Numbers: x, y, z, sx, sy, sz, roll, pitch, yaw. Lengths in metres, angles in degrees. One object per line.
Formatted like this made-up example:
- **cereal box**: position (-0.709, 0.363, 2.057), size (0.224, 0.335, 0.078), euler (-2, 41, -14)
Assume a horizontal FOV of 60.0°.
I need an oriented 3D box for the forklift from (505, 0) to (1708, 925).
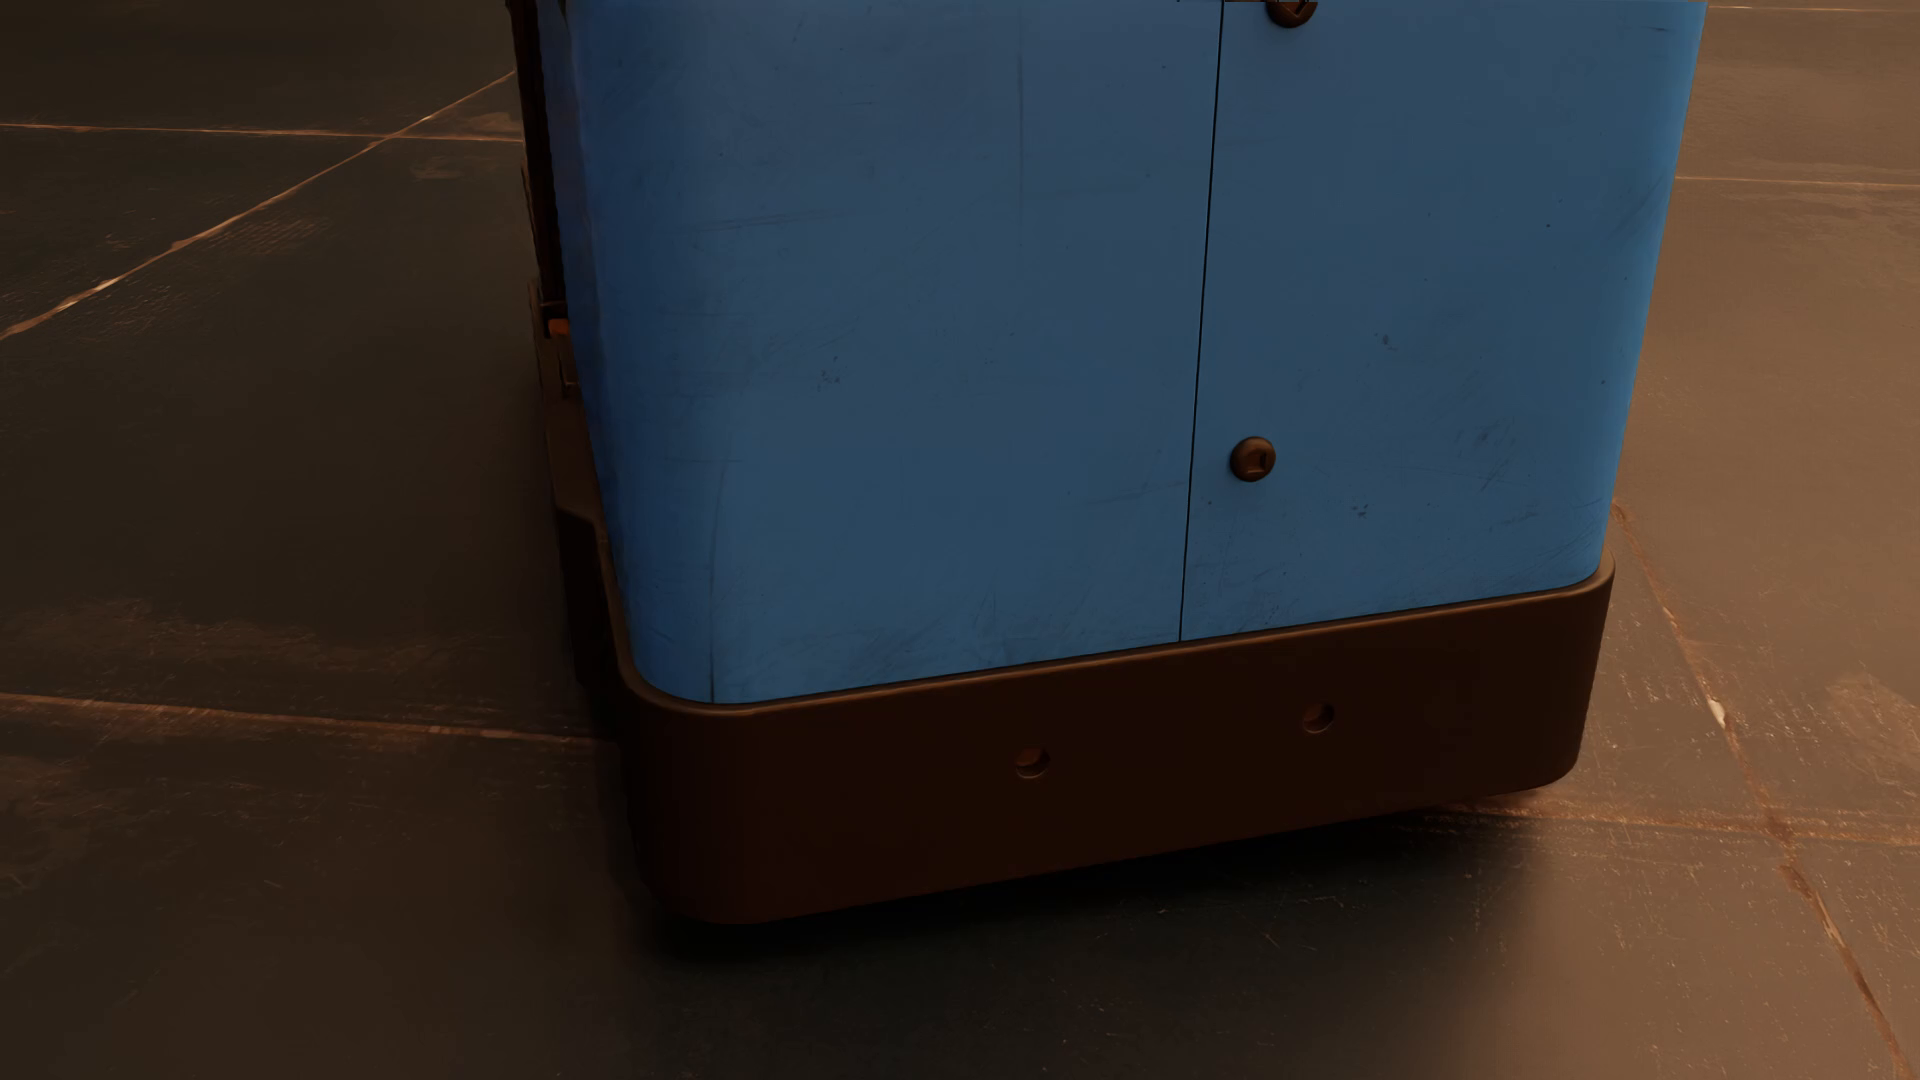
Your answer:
- **forklift**: position (-0.185, -1.580, 2.384), size (1.130, 2.935, 3.031), euler (-7, 27, -14)
